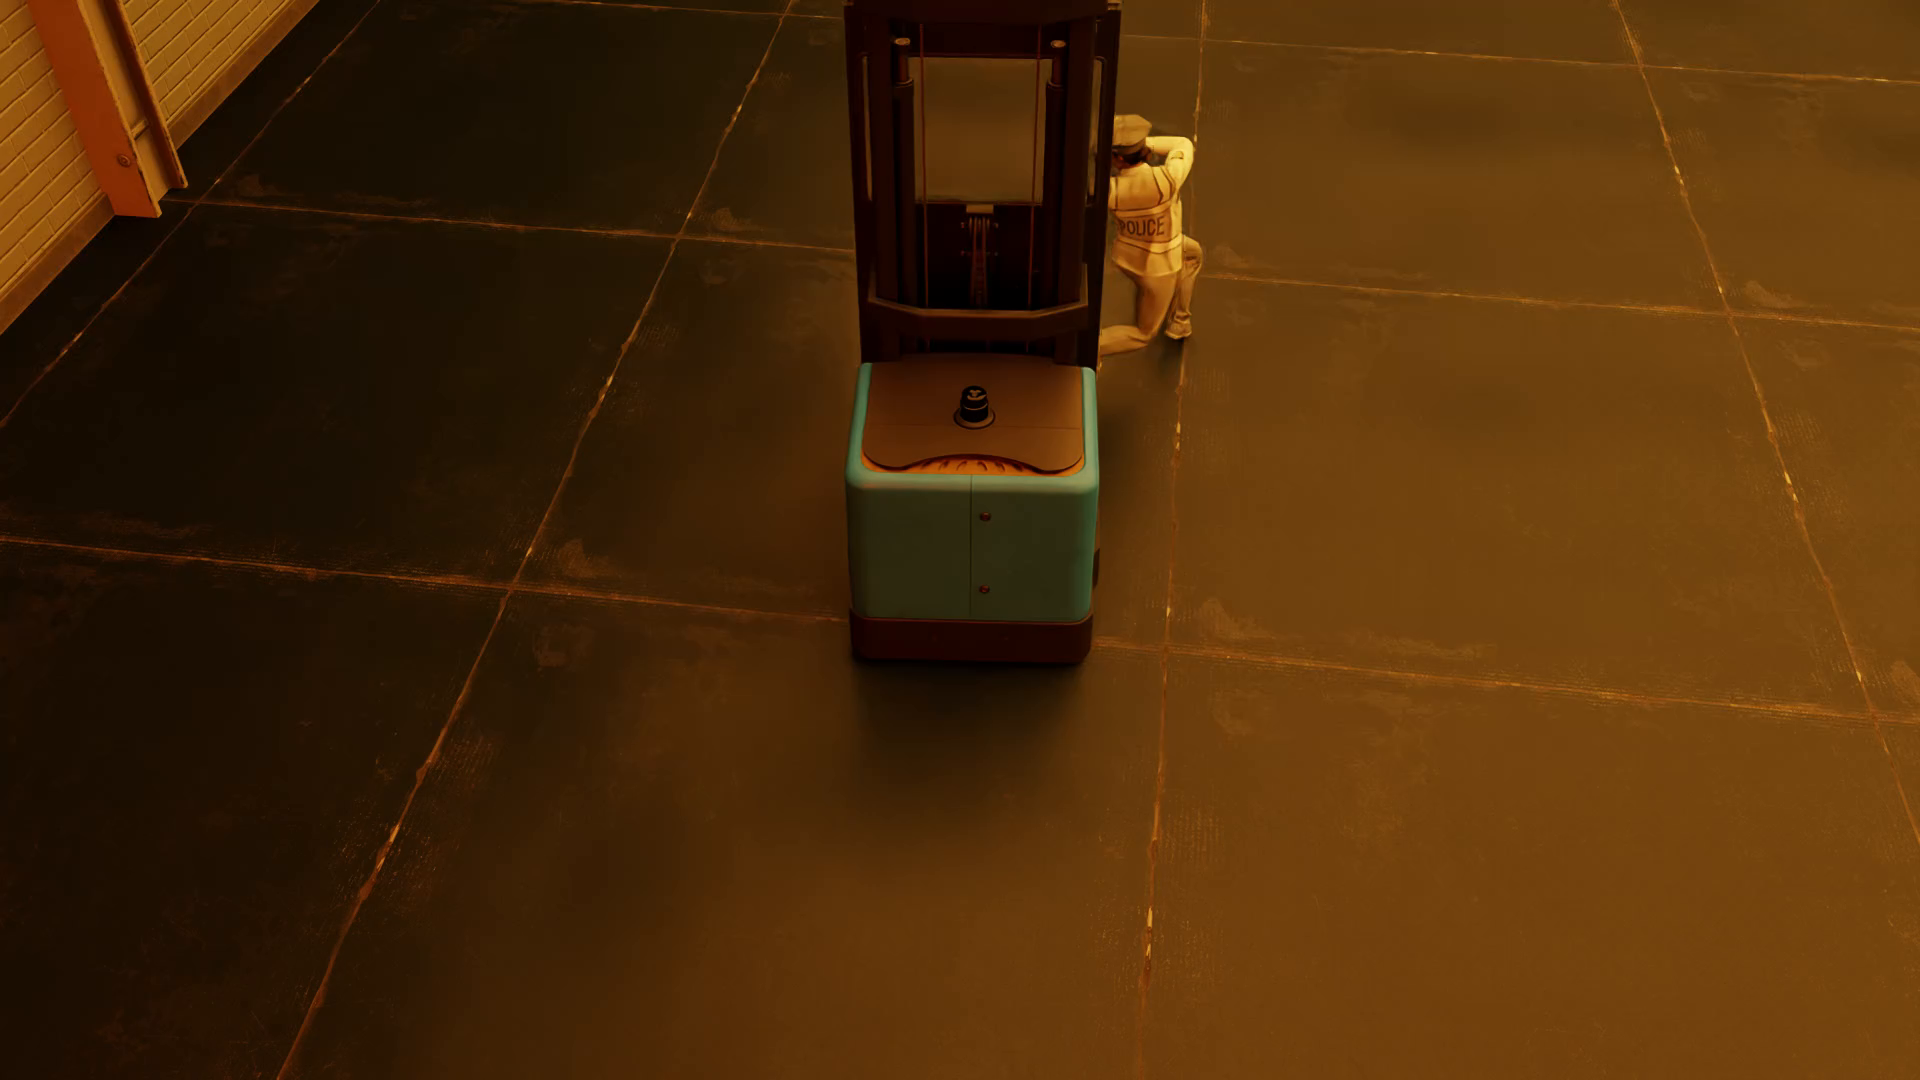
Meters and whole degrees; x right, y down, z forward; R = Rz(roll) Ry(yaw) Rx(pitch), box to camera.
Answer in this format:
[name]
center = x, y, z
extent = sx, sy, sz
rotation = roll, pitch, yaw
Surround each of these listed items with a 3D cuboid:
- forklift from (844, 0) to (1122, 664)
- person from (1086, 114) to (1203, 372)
[forklift]
center = 0.098, -1.525, 7.384
extent = 1.130, 2.935, 3.031
rotation = 1, 43, 2
[person]
center = 0.803, -1.538, 8.498
extent = 0.933, 1.411, 0.743
rotation = -34, 52, -31
